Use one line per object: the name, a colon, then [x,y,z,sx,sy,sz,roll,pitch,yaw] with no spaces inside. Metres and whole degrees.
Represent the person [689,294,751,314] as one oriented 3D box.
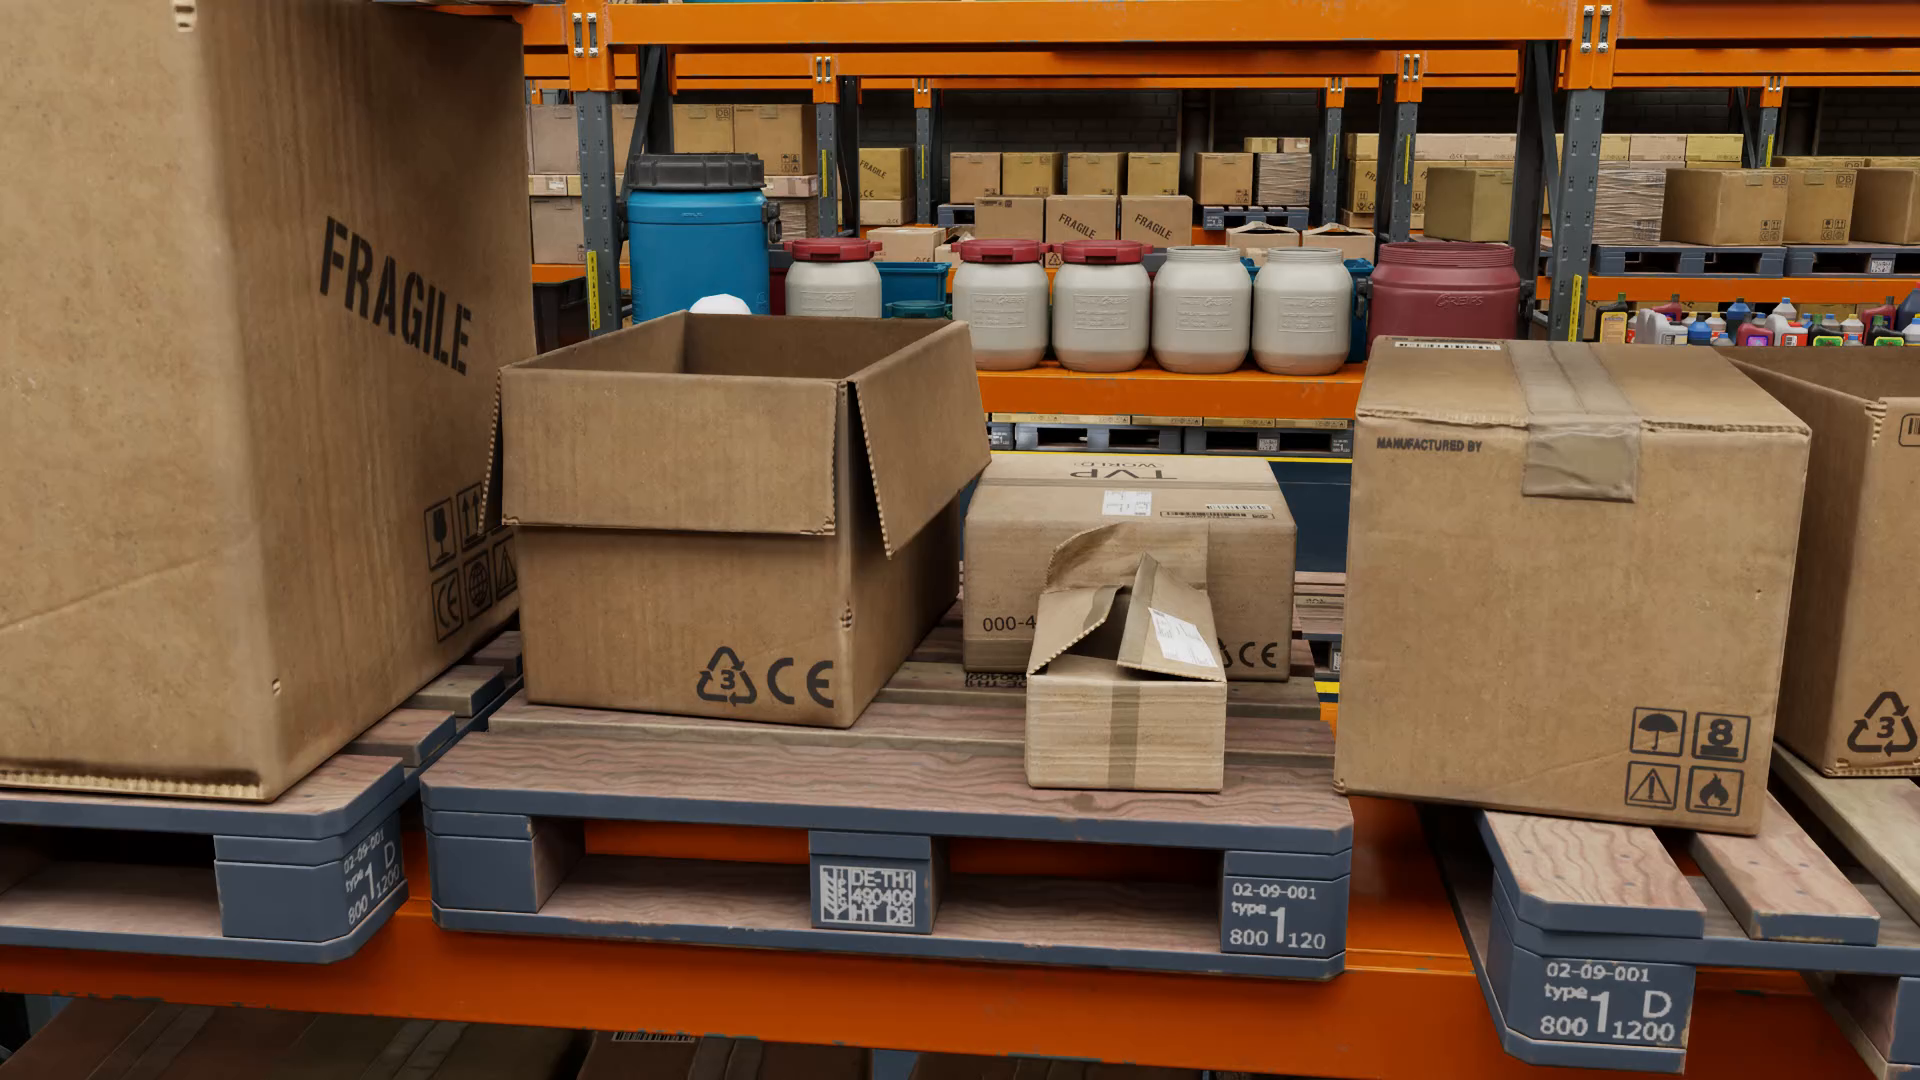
person: [-0.770,-0.002,5.978,0.461,1.759,0.633,1,14,3]
